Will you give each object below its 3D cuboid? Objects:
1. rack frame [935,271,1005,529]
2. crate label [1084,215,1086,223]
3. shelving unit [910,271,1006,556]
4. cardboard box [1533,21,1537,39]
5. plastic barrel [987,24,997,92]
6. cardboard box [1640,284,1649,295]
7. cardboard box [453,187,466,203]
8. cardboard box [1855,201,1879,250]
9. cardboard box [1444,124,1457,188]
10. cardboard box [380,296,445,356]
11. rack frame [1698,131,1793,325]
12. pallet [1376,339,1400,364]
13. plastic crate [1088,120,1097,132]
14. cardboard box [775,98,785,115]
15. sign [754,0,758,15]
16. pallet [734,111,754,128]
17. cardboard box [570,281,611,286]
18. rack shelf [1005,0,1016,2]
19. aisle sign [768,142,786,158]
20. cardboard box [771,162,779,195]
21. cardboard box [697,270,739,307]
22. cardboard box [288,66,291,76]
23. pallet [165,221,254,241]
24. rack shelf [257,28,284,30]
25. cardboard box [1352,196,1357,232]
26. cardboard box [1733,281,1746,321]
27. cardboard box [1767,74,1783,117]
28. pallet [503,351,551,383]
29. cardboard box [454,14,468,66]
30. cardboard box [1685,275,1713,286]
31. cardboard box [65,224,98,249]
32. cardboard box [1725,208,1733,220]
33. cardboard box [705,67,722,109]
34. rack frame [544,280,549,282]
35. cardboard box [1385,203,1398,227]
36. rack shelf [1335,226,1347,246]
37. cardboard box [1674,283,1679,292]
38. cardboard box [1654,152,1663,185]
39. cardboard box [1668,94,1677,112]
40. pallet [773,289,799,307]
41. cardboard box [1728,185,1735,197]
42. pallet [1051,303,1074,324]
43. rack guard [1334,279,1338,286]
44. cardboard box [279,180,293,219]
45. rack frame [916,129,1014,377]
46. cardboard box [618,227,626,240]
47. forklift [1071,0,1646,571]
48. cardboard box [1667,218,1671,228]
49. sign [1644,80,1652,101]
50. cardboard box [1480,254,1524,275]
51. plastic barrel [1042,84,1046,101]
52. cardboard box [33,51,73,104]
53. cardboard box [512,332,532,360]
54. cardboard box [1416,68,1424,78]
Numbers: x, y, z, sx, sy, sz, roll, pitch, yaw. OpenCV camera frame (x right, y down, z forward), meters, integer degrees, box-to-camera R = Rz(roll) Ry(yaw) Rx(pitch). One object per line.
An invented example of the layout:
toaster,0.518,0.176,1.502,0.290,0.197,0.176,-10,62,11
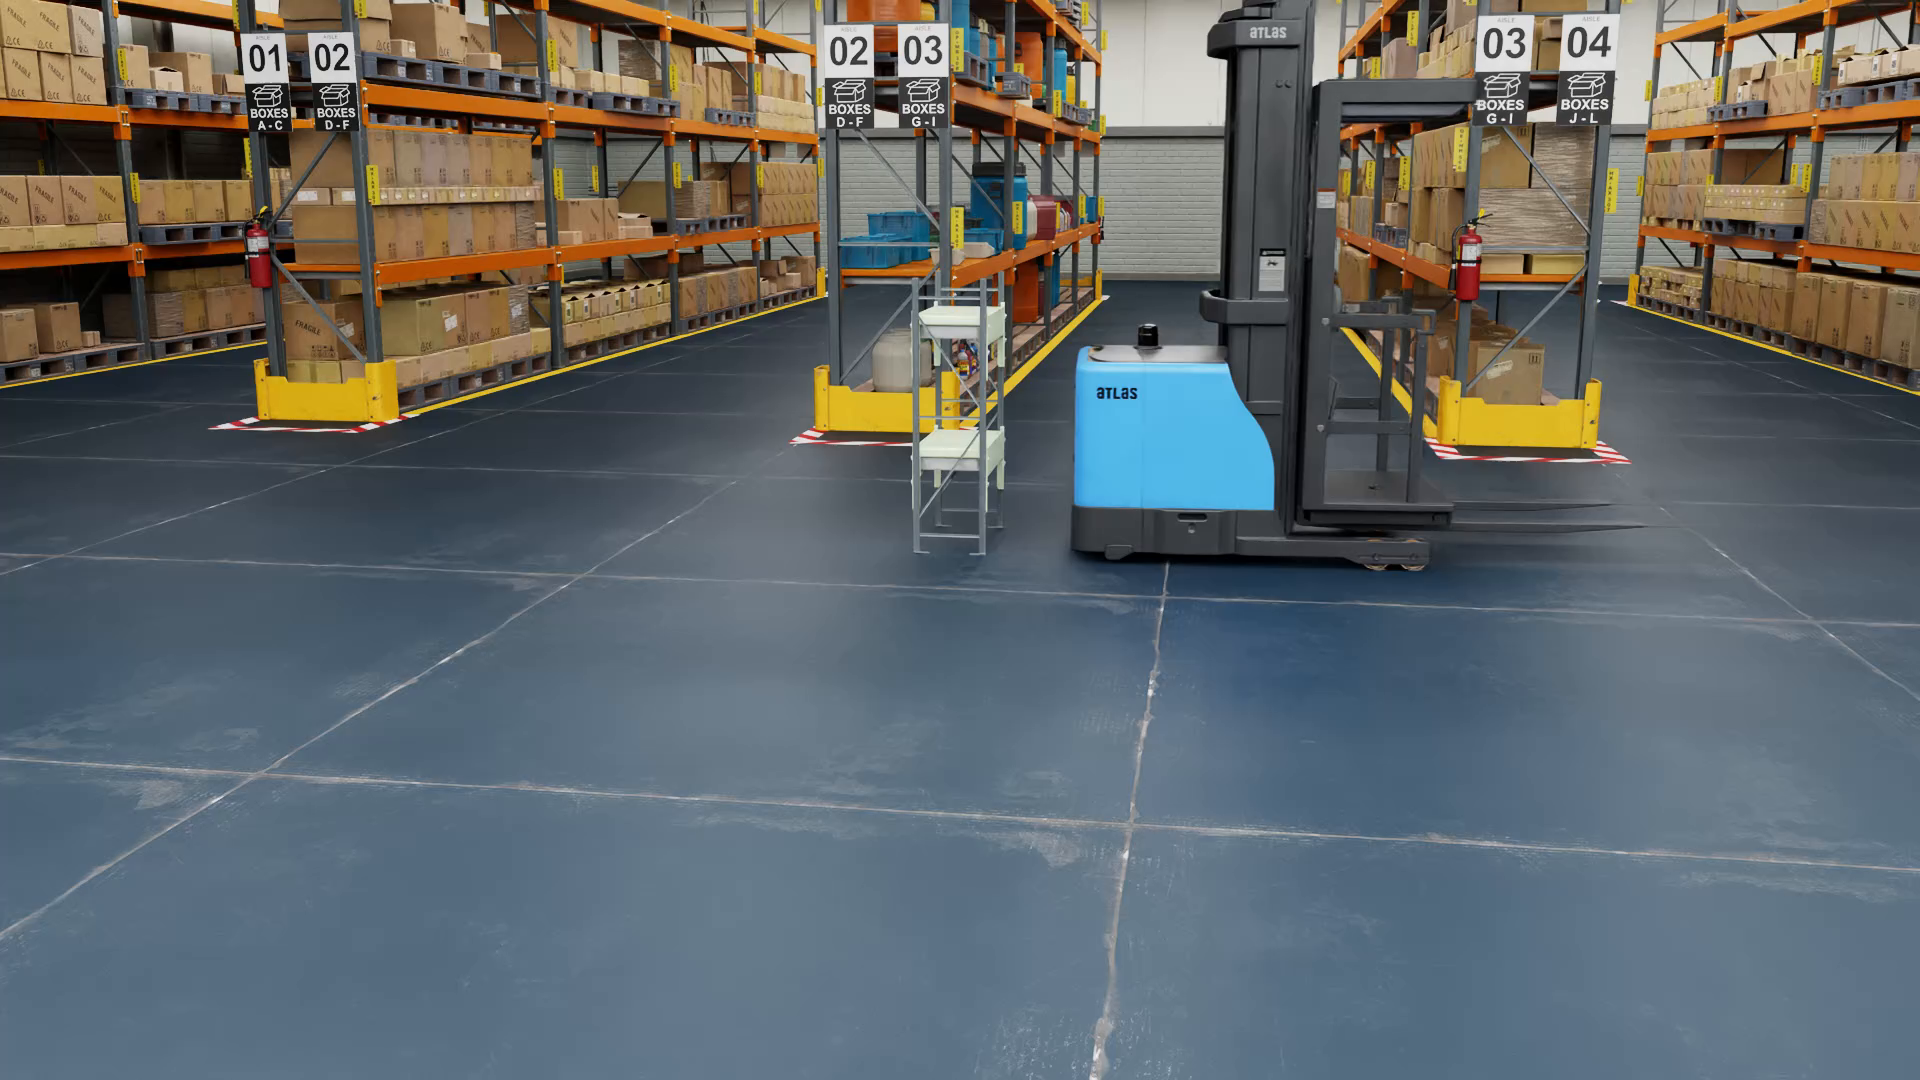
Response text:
rack frame,0.055,-0.808,9.682,0.400,1.500,0.023,2,12,9
crate label,1.872,-5.304,27.470,0.396,0.136,0.243,2,12,9
shelving unit,-0.001,-0.732,9.329,0.431,1.500,0.755,2,12,9
cardboard box,4.219,-3.913,12.821,0.380,0.149,0.250,1,12,7
plastic barrel,0.115,-5.297,18.641,0.600,0.901,0.708,2,12,9
cardboard box,11.278,-4.069,27.024,0.380,0.149,0.250,2,12,10
cardboard box,-4.948,-3.289,15.860,0.380,0.149,0.250,2,12,9
cardboard box,9.877,-3.340,17.635,0.500,0.500,0.500,2,12,8
cardboard box,4.241,-3.117,13.519,0.500,0.500,0.500,2,12,9
cardboard box,-5.082,-1.965,15.241,0.500,0.500,0.500,2,12,9
rack frame,11.060,-4.523,23.362,1.000,3.000,0.127,2,12,9
pallet,5.248,-2.093,18.706,1.003,0.211,1.213,2,12,9
plastic crate,2.026,-6.846,27.524,0.450,0.188,0.336,2,12,9
cardboard box,-3.129,-6.965,26.742,0.500,0.250,0.500,2,12,9
sign,-3.534,-9.305,28.905,0.100,0.325,0.005,2,12,9
pallet,-3.783,-6.268,24.783,1.213,0.211,1.003,2,12,9
cardboard box,-4.672,-3.120,21.051,0.500,0.311,0.500,2,12,7
rack shelf,-0.257,-5.169,14.777,1.077,0.370,4.000,2,12,9
aisle sign,-3.278,-7.154,29.398,0.394,0.787,0.004,2,12,9
cardboard box,-3.184,-5.761,26.494,0.500,0.500,0.500,1,12,7
cardboard box,-3.568,-3.701,24.435,0.500,0.500,0.500,2,12,9
cardboard box,-9.107,-6.185,22.671,0.700,0.500,0.500,1,12,4
pallet,-9.388,-3.847,20.678,1.003,0.211,1.213,2,12,9
rack shelf,-8.816,-7.156,23.993,1.077,0.370,4.000,2,12,9
cardboard box,5.780,-4.562,23.302,0.500,0.500,0.500,2,12,9
cardboard box,10.537,-3.142,21.888,0.500,0.500,0.500,2,12,10
cardboard box,10.427,-5.541,20.729,0.500,0.500,0.500,2,12,9
pallet,-5.007,-1.834,17.503,1.003,0.211,1.213,2,12,9
cardboard box,-5.222,-4.813,16.013,0.797,0.503,0.637,3,13,15
cardboard box,10.889,-3.815,24.432,0.380,0.149,0.250,2,12,8
cardboard box,-9.597,-3.246,17.743,0.500,0.250,0.500,2,12,9
cardboard box,10.387,-4.324,22.035,0.380,0.149,0.250,1,12,6
cardboard box,-3.844,-6.554,24.192,0.600,0.600,0.600,2,12,8
rack frame,-7.893,-6.019,30.303,1.000,3.000,0.127,2,12,9
cardboard box,5.074,-3.663,18.729,0.500,0.250,0.500,2,12,7
rack shelf,6.482,-4.770,26.213,1.077,0.370,4.000,2,12,9
cardboard box,11.064,-3.827,25.196,0.380,0.149,0.250,1,12,6
cardboard box,11.273,-5.849,26.196,0.500,0.500,0.500,2,12,10
cardboard box,11.182,-6.697,25.497,0.500,0.250,0.500,2,12,9
pallet,-3.321,-4.061,27.837,1.003,0.211,1.213,2,12,9
cardboard box,10.386,-4.613,21.965,0.380,0.149,0.250,2,12,8
pallet,1.121,-3.343,24.505,1.003,0.211,1.213,2,12,9
rack guard,6.793,-4.321,28.356,1.175,0.500,0.348,2,12,9
cardboard box,-9.186,-4.520,22.063,0.700,0.500,0.500,0,12,2
rack frame,0.050,-3.200,17.223,1.000,3.000,0.127,2,12,9
cardboard box,-4.369,-3.804,20.621,0.380,0.149,0.250,3,12,13
forklift,2.144,-1.386,8.968,3.031,2.935,1.130,1,12,5
cardboard box,11.173,-4.903,25.721,0.380,0.149,0.250,2,12,8
sign,11.139,-7.267,26.899,0.100,0.325,0.005,2,12,9
cardboard box,4.169,-2.150,12.947,0.380,0.149,0.250,2,12,9
plastic barrel,1.055,-5.842,21.731,0.294,0.245,0.294,0,12,0
cardboard box,-9.663,-4.828,17.372,0.500,0.500,0.500,1,12,4
cardboard box,-4.786,-2.015,17.254,0.500,0.250,0.500,2,12,9
cardboard box,4.622,-4.347,15.782,0.500,0.250,0.500,1,12,6
